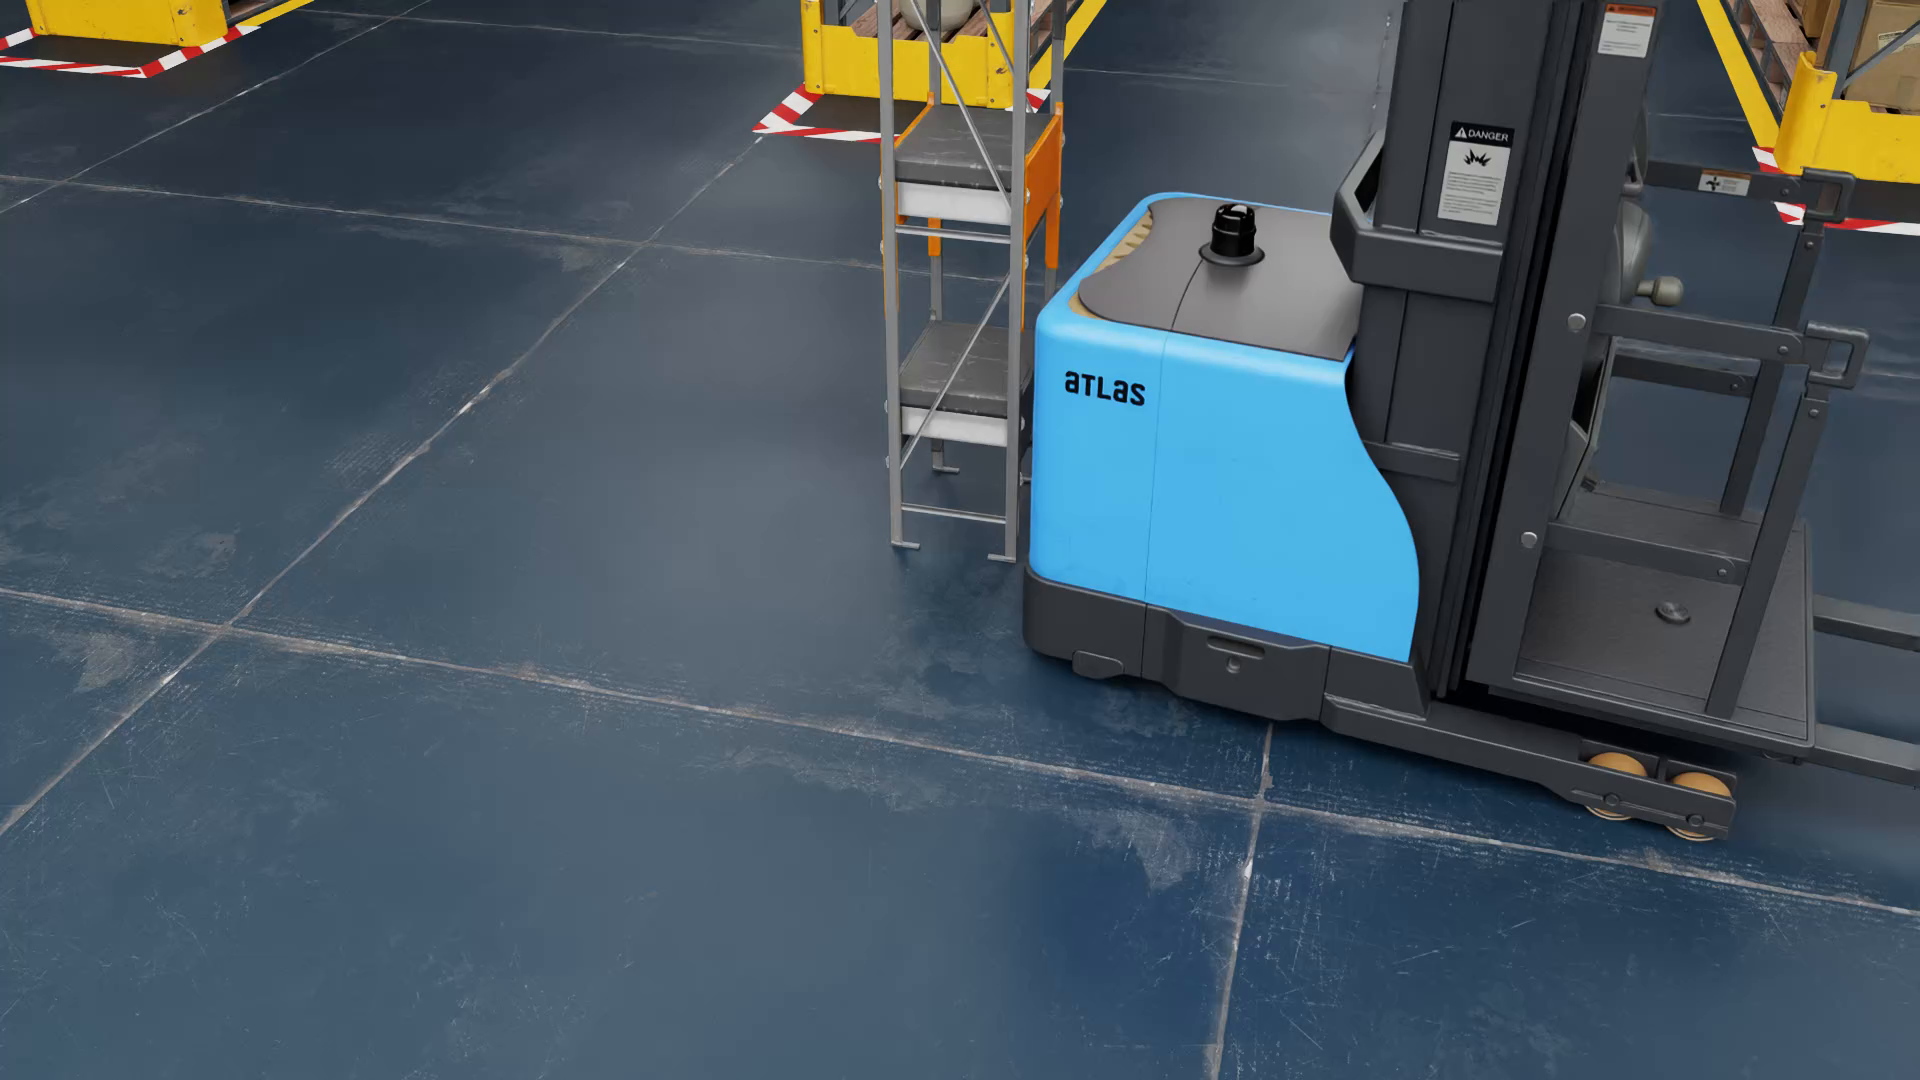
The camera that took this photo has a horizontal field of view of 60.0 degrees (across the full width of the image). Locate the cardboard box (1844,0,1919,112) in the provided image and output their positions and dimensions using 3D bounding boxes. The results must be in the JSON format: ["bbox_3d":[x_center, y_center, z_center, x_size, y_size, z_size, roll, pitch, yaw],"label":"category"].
[{"bbox_3d":[4.734,-2.451,8.248,0.500,0.500,0.500,14,35,21],"label":"cardboard box"}]

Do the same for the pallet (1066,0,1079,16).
[{"bbox_3d":[0.266,-3.602,10.720,1.003,0.211,1.213,8,33,12],"label":"pallet"}]

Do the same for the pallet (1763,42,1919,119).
[{"bbox_3d":[4.819,-2.286,8.650,1.003,0.211,1.213,8,33,12],"label":"pallet"}]

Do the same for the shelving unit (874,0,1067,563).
[{"bbox_3d":[0.042,-0.972,4.822,0.431,2.100,0.503,8,33,12],"label":"shelving unit"}]

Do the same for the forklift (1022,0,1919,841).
[{"bbox_3d":[1.742,-0.823,3.812,3.031,2.935,1.130,13,35,19],"label":"forklift"}]

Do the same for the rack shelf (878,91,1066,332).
[{"bbox_3d":[0.042,-0.960,4.829,0.431,0.518,0.480,8,33,12],"label":"rack shelf"}]

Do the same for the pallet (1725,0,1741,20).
[{"bbox_3d":[5.439,-3.552,10.641,1.003,0.211,1.213,8,33,12],"label":"pallet"}]

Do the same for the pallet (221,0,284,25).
[{"bbox_3d":[-4.868,-3.583,10.690,1.003,0.211,1.213,8,33,12],"label":"pallet"}]

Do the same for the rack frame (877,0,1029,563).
[{"bbox_3d":[-0.020,-0.845,4.623,0.400,2.100,0.015,8,33,12],"label":"rack frame"}]

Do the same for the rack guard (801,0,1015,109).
[{"bbox_3d":[-0.257,-2.672,8.987,1.175,0.500,0.348,8,33,12],"label":"rack guard"}]

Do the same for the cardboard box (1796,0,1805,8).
[{"bbox_3d":[5.215,-3.372,9.696,0.500,0.500,0.500,5,33,8],"label":"cardboard box"}]

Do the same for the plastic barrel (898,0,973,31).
[{"bbox_3d":[-0.138,-3.160,9.353,0.421,0.512,0.421,0,32,0],"label":"plastic barrel"}]

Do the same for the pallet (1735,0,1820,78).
[{"bbox_3d":[5.131,-2.917,9.642,1.003,0.211,1.213,8,33,12],"label":"pallet"}]

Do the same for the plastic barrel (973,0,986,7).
[{"bbox_3d":[-0.011,-3.421,9.762,0.421,0.512,0.421,0,32,0],"label":"plastic barrel"}]

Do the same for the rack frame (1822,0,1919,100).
[{"bbox_3d":[4.560,-3.007,7.184,1.000,3.000,0.127,8,33,12],"label":"rack frame"}]

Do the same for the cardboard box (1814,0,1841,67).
[{"bbox_3d":[4.853,-2.766,8.743,0.500,0.500,0.500,17,36,25],"label":"cardboard box"}]

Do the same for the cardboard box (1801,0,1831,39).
[{"bbox_3d":[5.030,-3.088,9.250,0.500,0.500,0.500,11,34,17],"label":"cardboard box"}]

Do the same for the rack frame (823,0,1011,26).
[{"bbox_3d":[-0.231,-3.681,8.245,1.000,3.000,0.127,8,33,12],"label":"rack frame"}]

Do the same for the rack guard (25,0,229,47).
[{"bbox_3d":[-5.027,-3.290,9.959,1.175,0.500,0.348,8,33,12],"label":"rack guard"}]

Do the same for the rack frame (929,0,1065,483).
[{"bbox_3d":[0.104,-1.099,5.021,0.400,2.100,0.015,8,33,12],"label":"rack frame"}]

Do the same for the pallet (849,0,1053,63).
[{"bbox_3d":[-0.046,-2.971,9.727,1.003,0.211,1.213,8,33,12],"label":"pallet"}]

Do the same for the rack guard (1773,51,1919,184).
[{"bbox_3d":[4.579,-1.991,7.917,1.175,0.500,0.348,8,33,12],"label":"rack guard"}]

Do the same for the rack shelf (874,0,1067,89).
[{"bbox_3d":[0.042,-1.551,4.454,0.431,0.518,0.480,8,33,12],"label":"rack shelf"}]

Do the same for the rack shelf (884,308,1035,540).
[{"bbox_3d":[0.042,-0.370,5.205,0.431,0.518,0.480,8,33,12],"label":"rack shelf"}]
